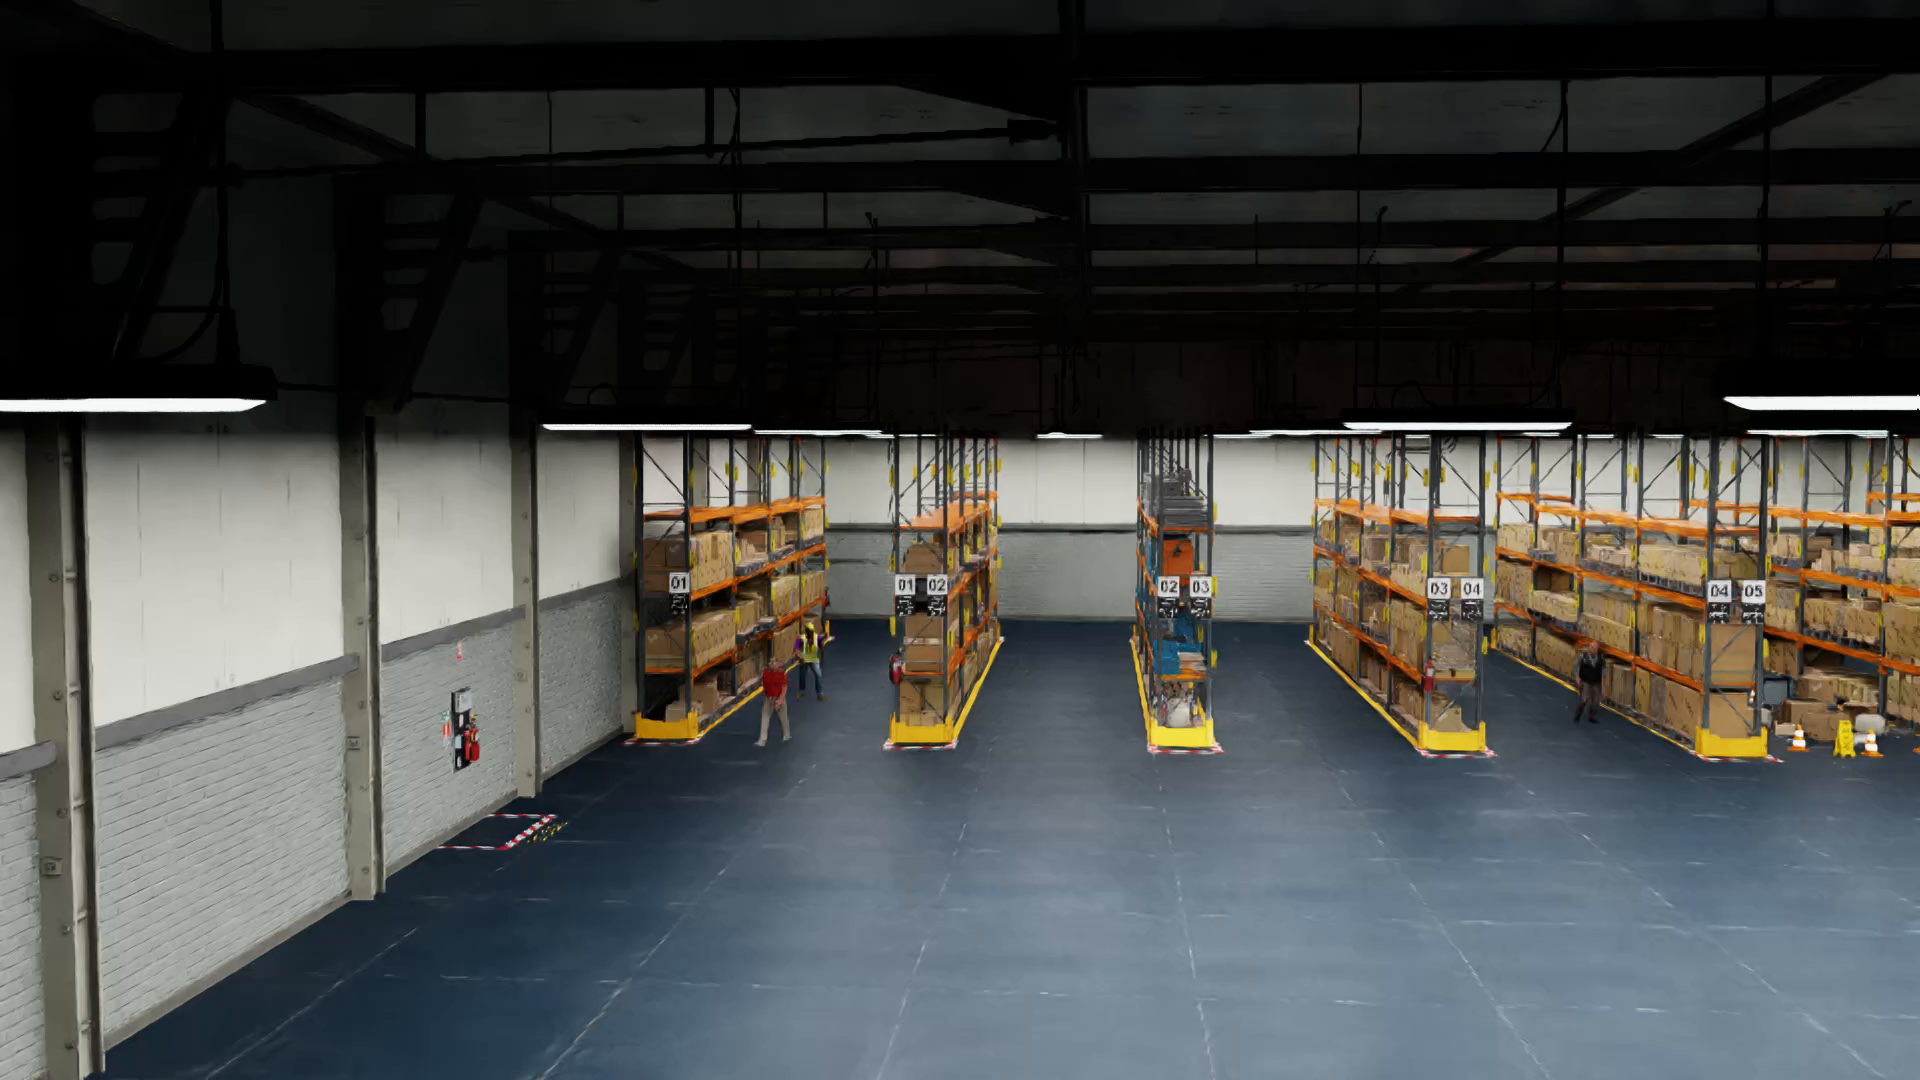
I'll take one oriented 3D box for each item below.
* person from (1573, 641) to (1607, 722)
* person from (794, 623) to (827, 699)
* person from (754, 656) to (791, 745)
[{"bbox_3d":[12.749,2.871,33.669,0.677,1.671,0.526,0,3,3],"label":"person"},{"bbox_3d":[-3.330,2.659,36.747,0.708,1.702,0.843,-1,4,-12],"label":"person"},{"bbox_3d":[-3.473,3.002,31.170,0.534,1.657,1.041,1,4,14],"label":"person"}]
